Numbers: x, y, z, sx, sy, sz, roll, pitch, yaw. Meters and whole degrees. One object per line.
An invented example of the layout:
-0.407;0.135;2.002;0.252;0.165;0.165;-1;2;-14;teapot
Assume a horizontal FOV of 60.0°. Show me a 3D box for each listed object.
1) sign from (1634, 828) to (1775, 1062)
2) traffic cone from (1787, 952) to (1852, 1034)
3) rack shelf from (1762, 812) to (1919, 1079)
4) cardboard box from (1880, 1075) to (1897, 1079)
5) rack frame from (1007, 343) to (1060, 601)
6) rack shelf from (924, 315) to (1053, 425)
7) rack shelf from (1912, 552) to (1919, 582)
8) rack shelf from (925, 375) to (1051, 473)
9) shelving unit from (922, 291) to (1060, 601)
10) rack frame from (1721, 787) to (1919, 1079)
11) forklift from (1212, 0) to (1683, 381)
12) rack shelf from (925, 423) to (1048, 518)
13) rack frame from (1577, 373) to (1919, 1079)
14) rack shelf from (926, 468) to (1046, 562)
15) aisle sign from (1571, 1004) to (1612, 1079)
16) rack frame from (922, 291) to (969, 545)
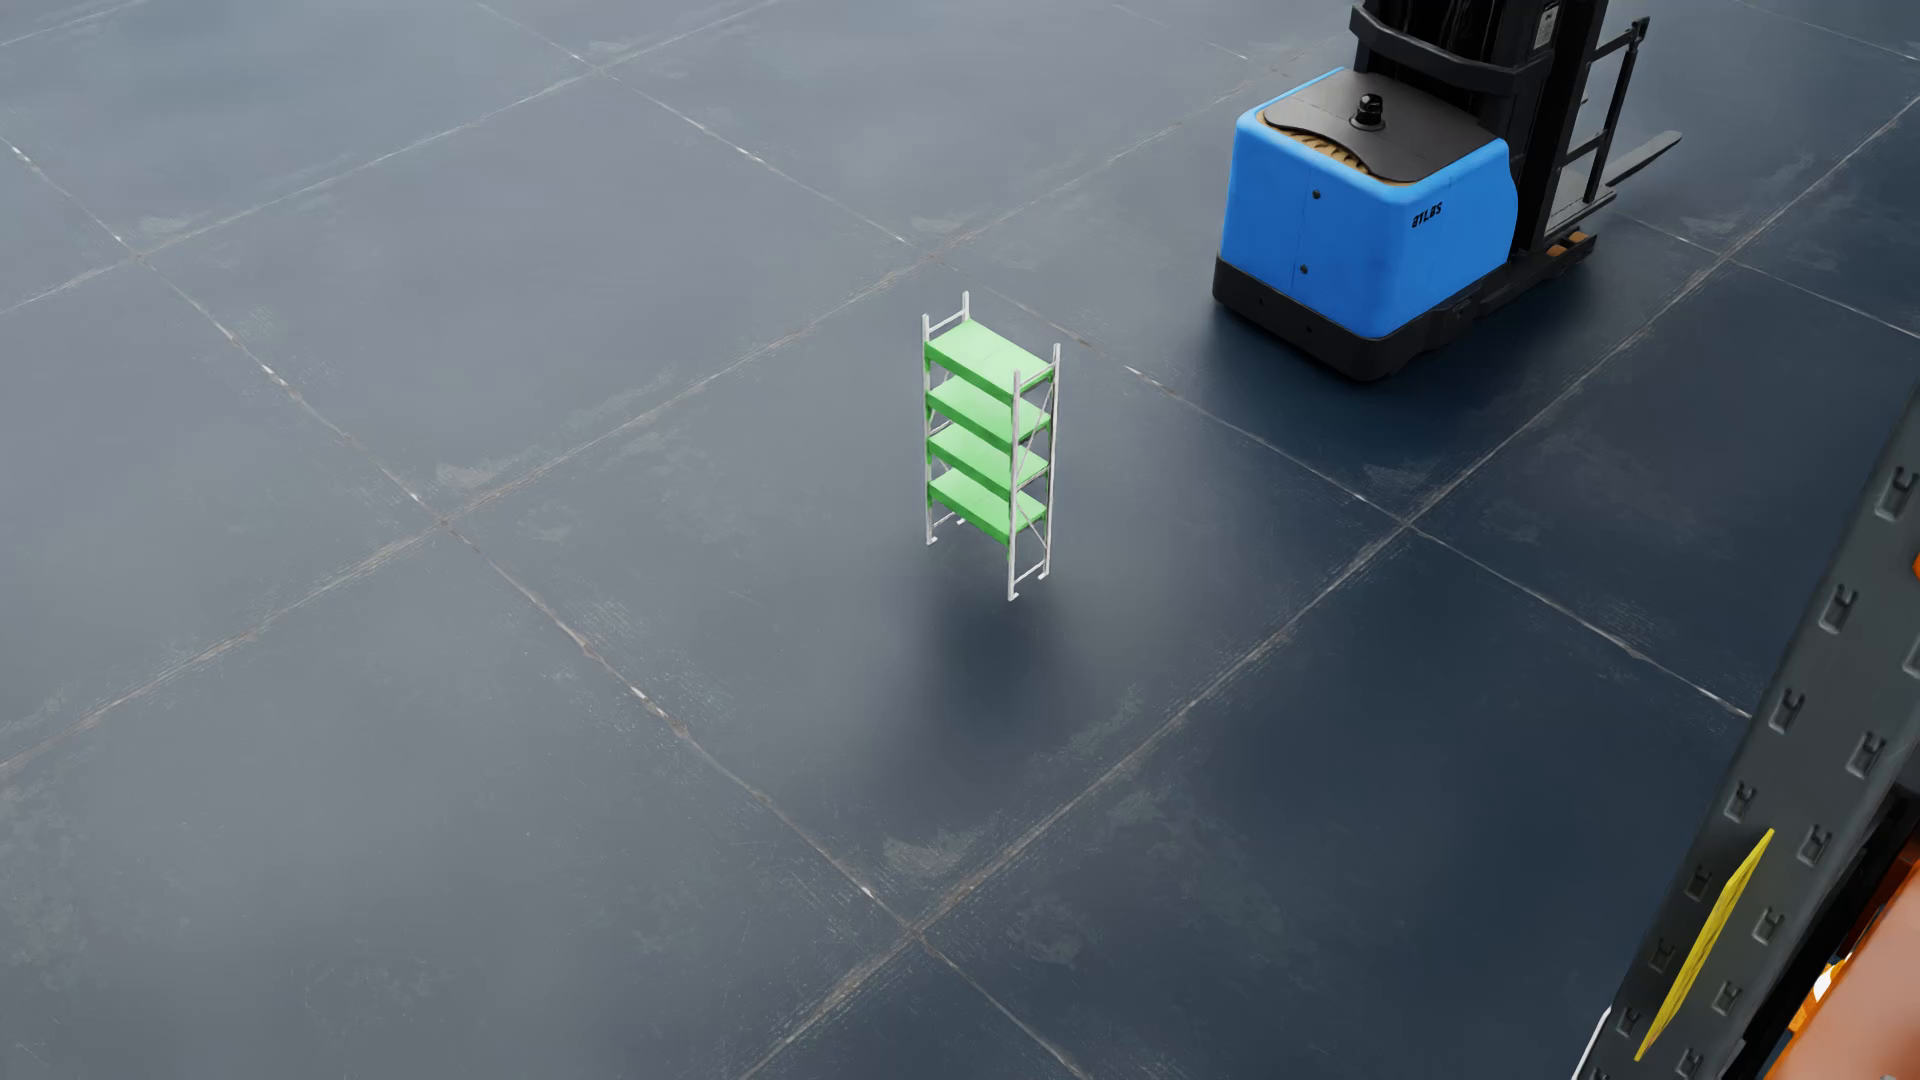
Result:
0.770;0.425;1.726;0.100;0.325;0.005;-34;53;-31;sign
2.917;1.412;5.381;0.336;0.463;0.334;-34;53;-31;traffic cone
2.567;1.711;1.508;1.077;0.370;4.000;-34;53;-31;rack shelf
1.159;0.893;2.048;0.380;0.149;0.250;-34;53;-31;cardboard box
0.289;-0.244;6.630;0.240;1.200;0.015;-34;53;-31;rack frame
0.117;-0.667;6.474;0.258;0.148;0.480;-34;53;-31;rack shelf
2.567;0.611;0.491;1.077;0.370;4.000;-34;53;-31;rack shelf
0.117;-0.490;6.637;0.258;0.148;0.480;-34;53;-31;rack shelf
0.117;-0.361;6.757;0.258;1.200;0.503;-34;53;-31;shelving unit
1.154;1.587;3.322;1.000;3.000;0.127;-34;53;-31;rack frame
2.731;-2.700;8.012;3.031;2.935;1.130;-31;51;-29;forklift
0.117;-0.314;6.800;0.258;0.148;0.480;-34;53;-31;rack shelf
1.154;-0.616;1.286;1.000;3.000;0.127;-34;53;-31;rack frame
0.117;-0.138;6.963;0.258;0.148;0.480;-34;53;-31;rack shelf
0.891;0.752;2.311;0.394;0.787;0.004;-34;53;-31;aisle sign
-0.055;-0.478;6.884;0.240;1.200;0.015;-34;53;-31;rack frame
